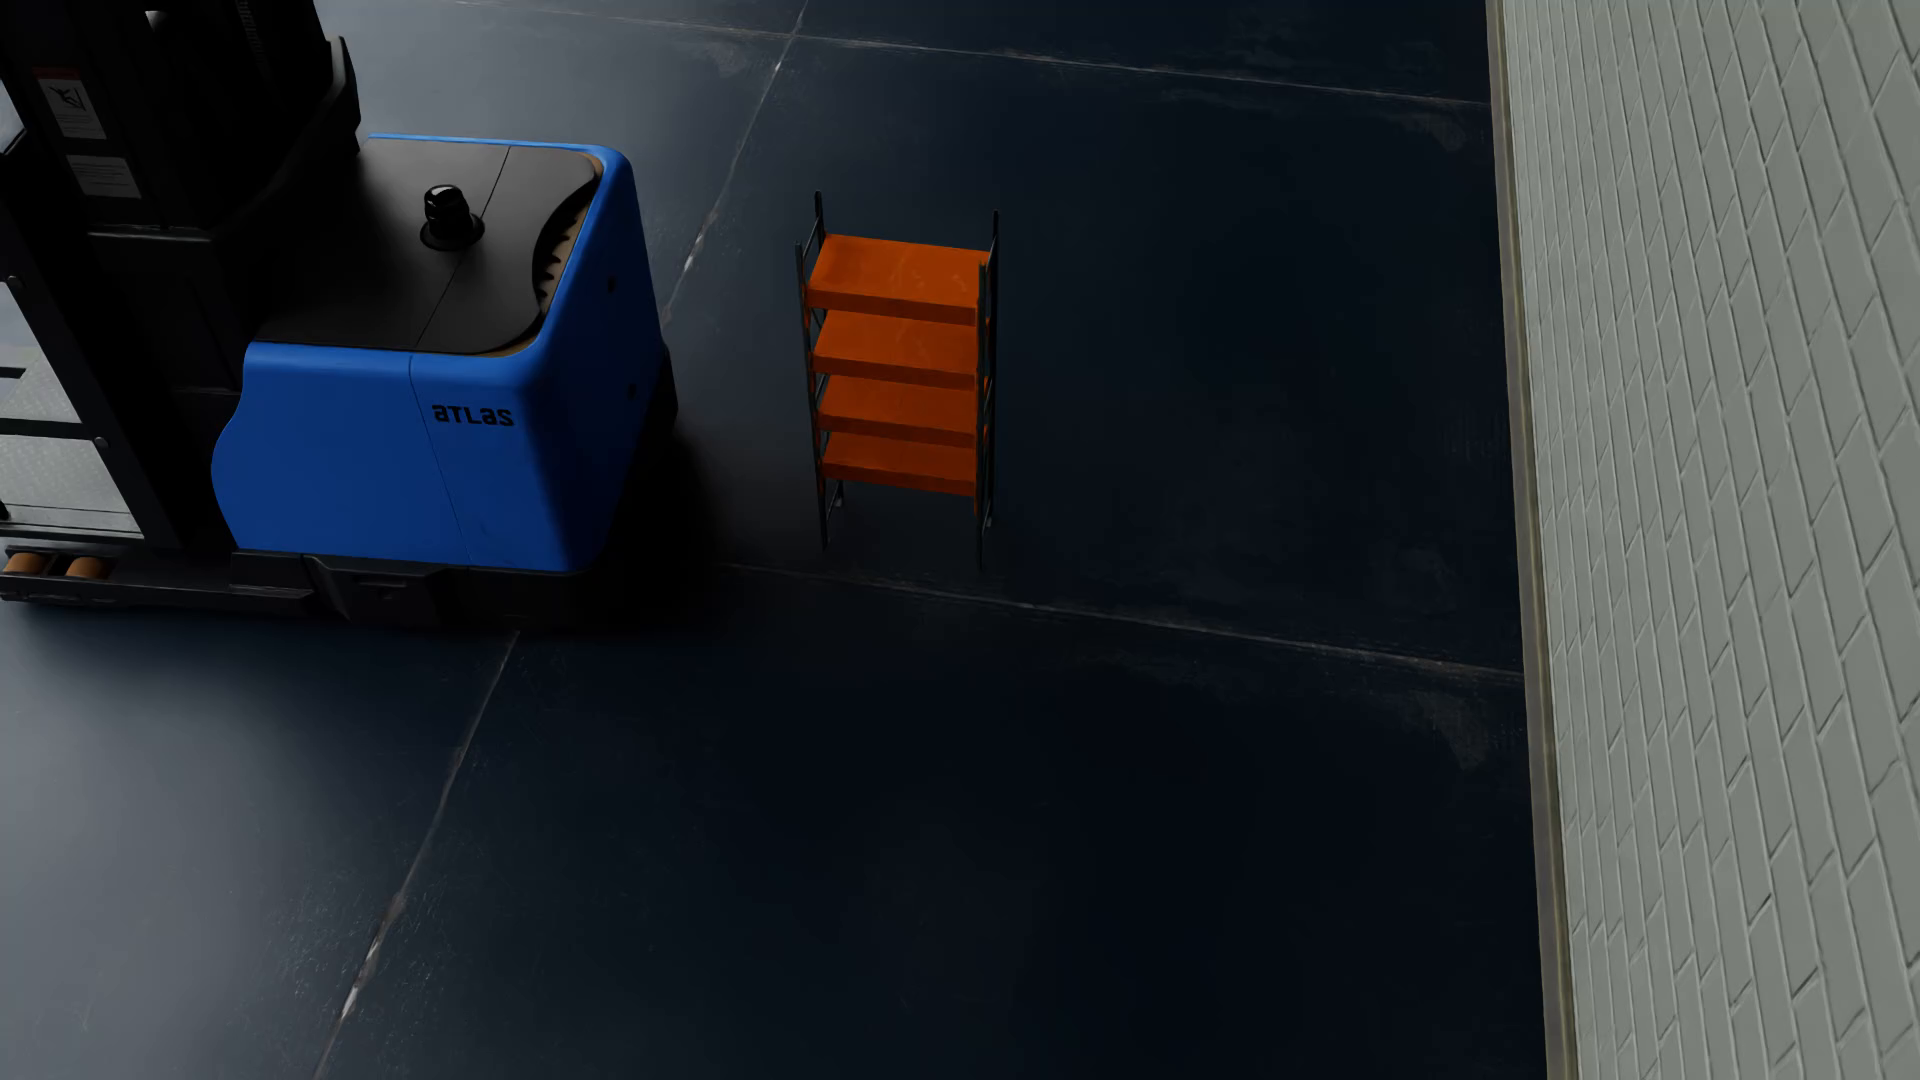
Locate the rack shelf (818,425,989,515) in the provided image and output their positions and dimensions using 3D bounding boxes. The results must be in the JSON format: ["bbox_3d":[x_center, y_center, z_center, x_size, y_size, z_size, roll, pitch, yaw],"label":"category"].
[{"bbox_3d":[-0.163,-0.245,5.021,0.480,0.148,0.258,8,49,7],"label":"rack shelf"}]

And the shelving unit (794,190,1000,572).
[{"bbox_3d":[-0.163,-0.423,4.823,0.503,1.200,0.258,8,49,7],"label":"shelving unit"}]

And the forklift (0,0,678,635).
[{"bbox_3d":[-2.488,-1.158,4.320,3.031,2.935,1.130,4,48,4],"label":"forklift"}]

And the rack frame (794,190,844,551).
[{"bbox_3d":[-0.403,-0.455,4.852,0.015,1.200,0.240,8,49,7],"label":"rack frame"}]

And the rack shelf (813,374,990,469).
[{"bbox_3d":[-0.163,-0.378,4.873,0.480,0.148,0.258,8,49,7],"label":"rack shelf"}]

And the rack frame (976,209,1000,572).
[{"bbox_3d":[0.077,-0.391,4.794,0.015,1.200,0.240,8,49,7],"label":"rack frame"}]

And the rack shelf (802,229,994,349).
[{"bbox_3d":[-0.163,-0.686,4.531,0.480,0.148,0.258,8,49,7],"label":"rack shelf"}]

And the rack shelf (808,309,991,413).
[{"bbox_3d":[-0.163,-0.527,4.707,0.480,0.148,0.258,8,49,7],"label":"rack shelf"}]
